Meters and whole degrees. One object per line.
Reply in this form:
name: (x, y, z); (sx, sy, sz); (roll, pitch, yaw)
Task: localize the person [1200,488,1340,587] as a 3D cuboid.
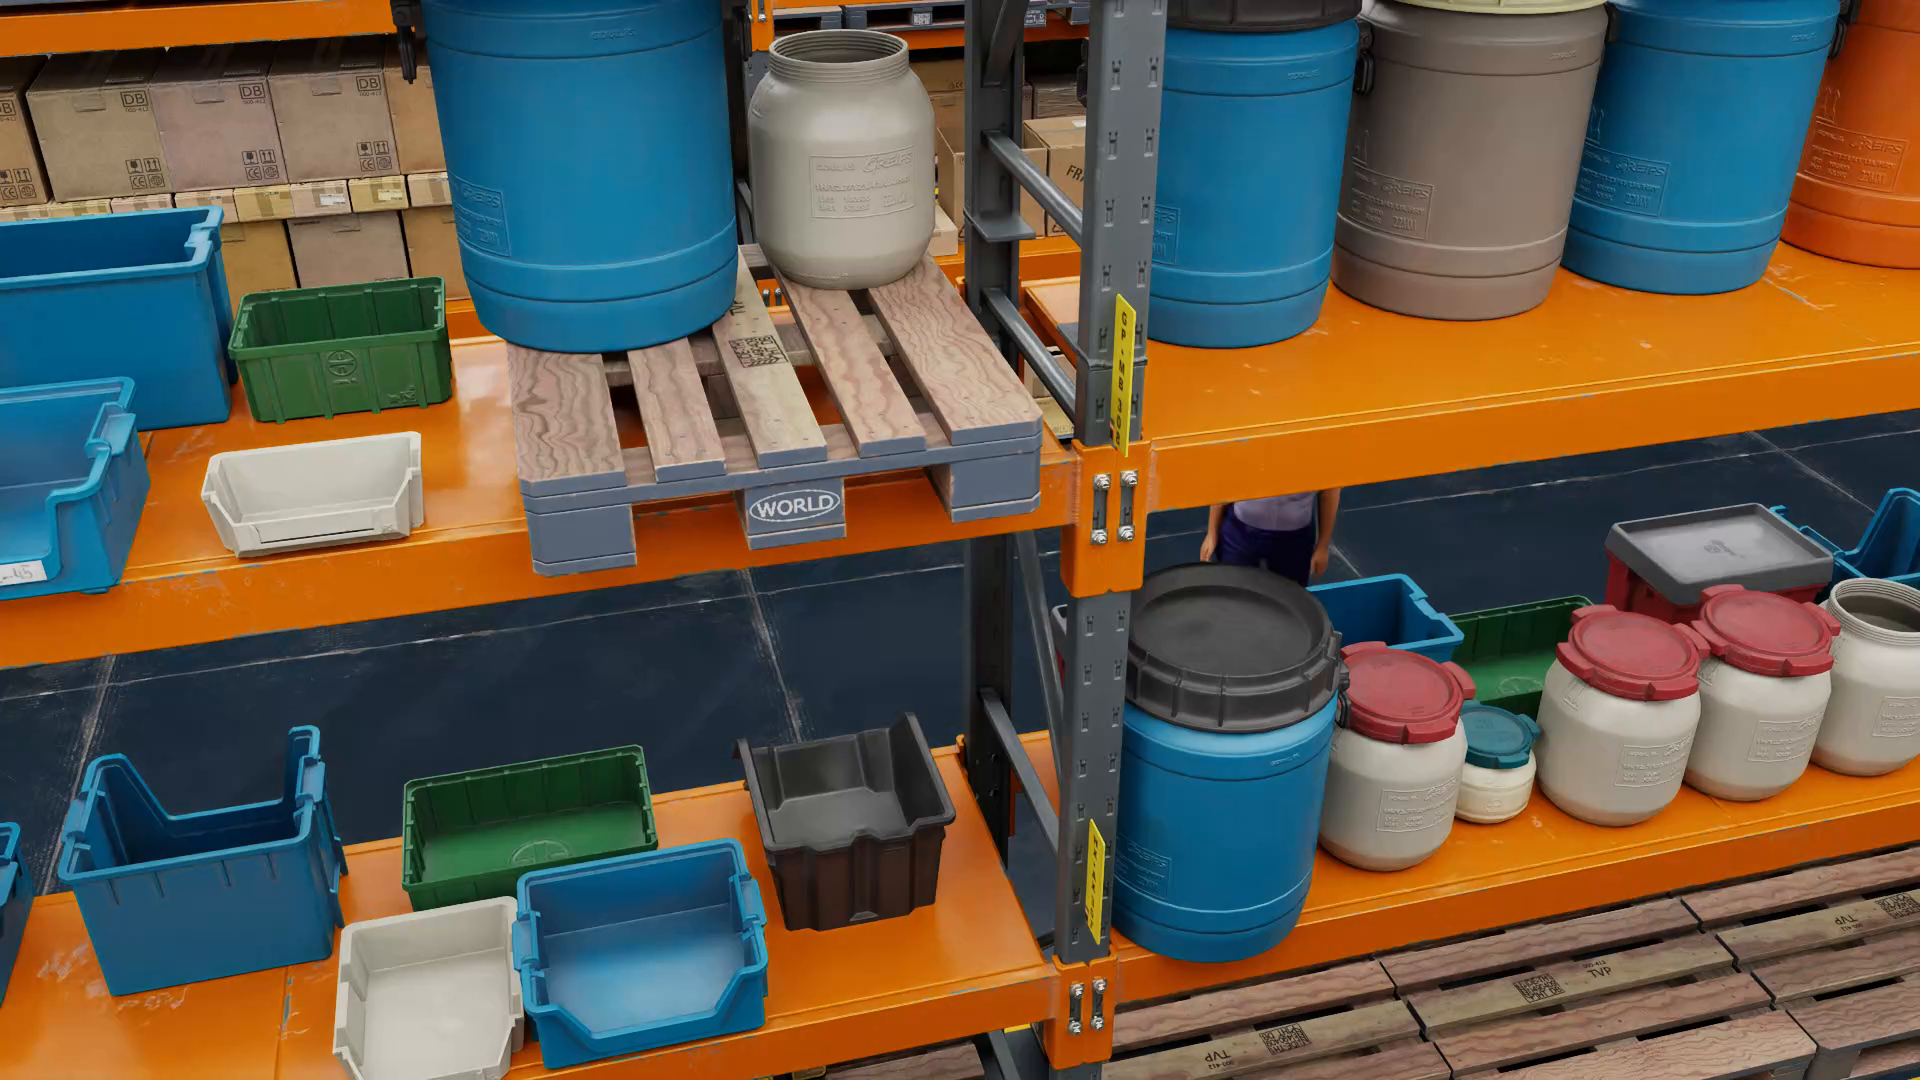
person: (1.310, 0.033, 7.049); (0.568, 1.646, 0.532); (4, 31, 7)
